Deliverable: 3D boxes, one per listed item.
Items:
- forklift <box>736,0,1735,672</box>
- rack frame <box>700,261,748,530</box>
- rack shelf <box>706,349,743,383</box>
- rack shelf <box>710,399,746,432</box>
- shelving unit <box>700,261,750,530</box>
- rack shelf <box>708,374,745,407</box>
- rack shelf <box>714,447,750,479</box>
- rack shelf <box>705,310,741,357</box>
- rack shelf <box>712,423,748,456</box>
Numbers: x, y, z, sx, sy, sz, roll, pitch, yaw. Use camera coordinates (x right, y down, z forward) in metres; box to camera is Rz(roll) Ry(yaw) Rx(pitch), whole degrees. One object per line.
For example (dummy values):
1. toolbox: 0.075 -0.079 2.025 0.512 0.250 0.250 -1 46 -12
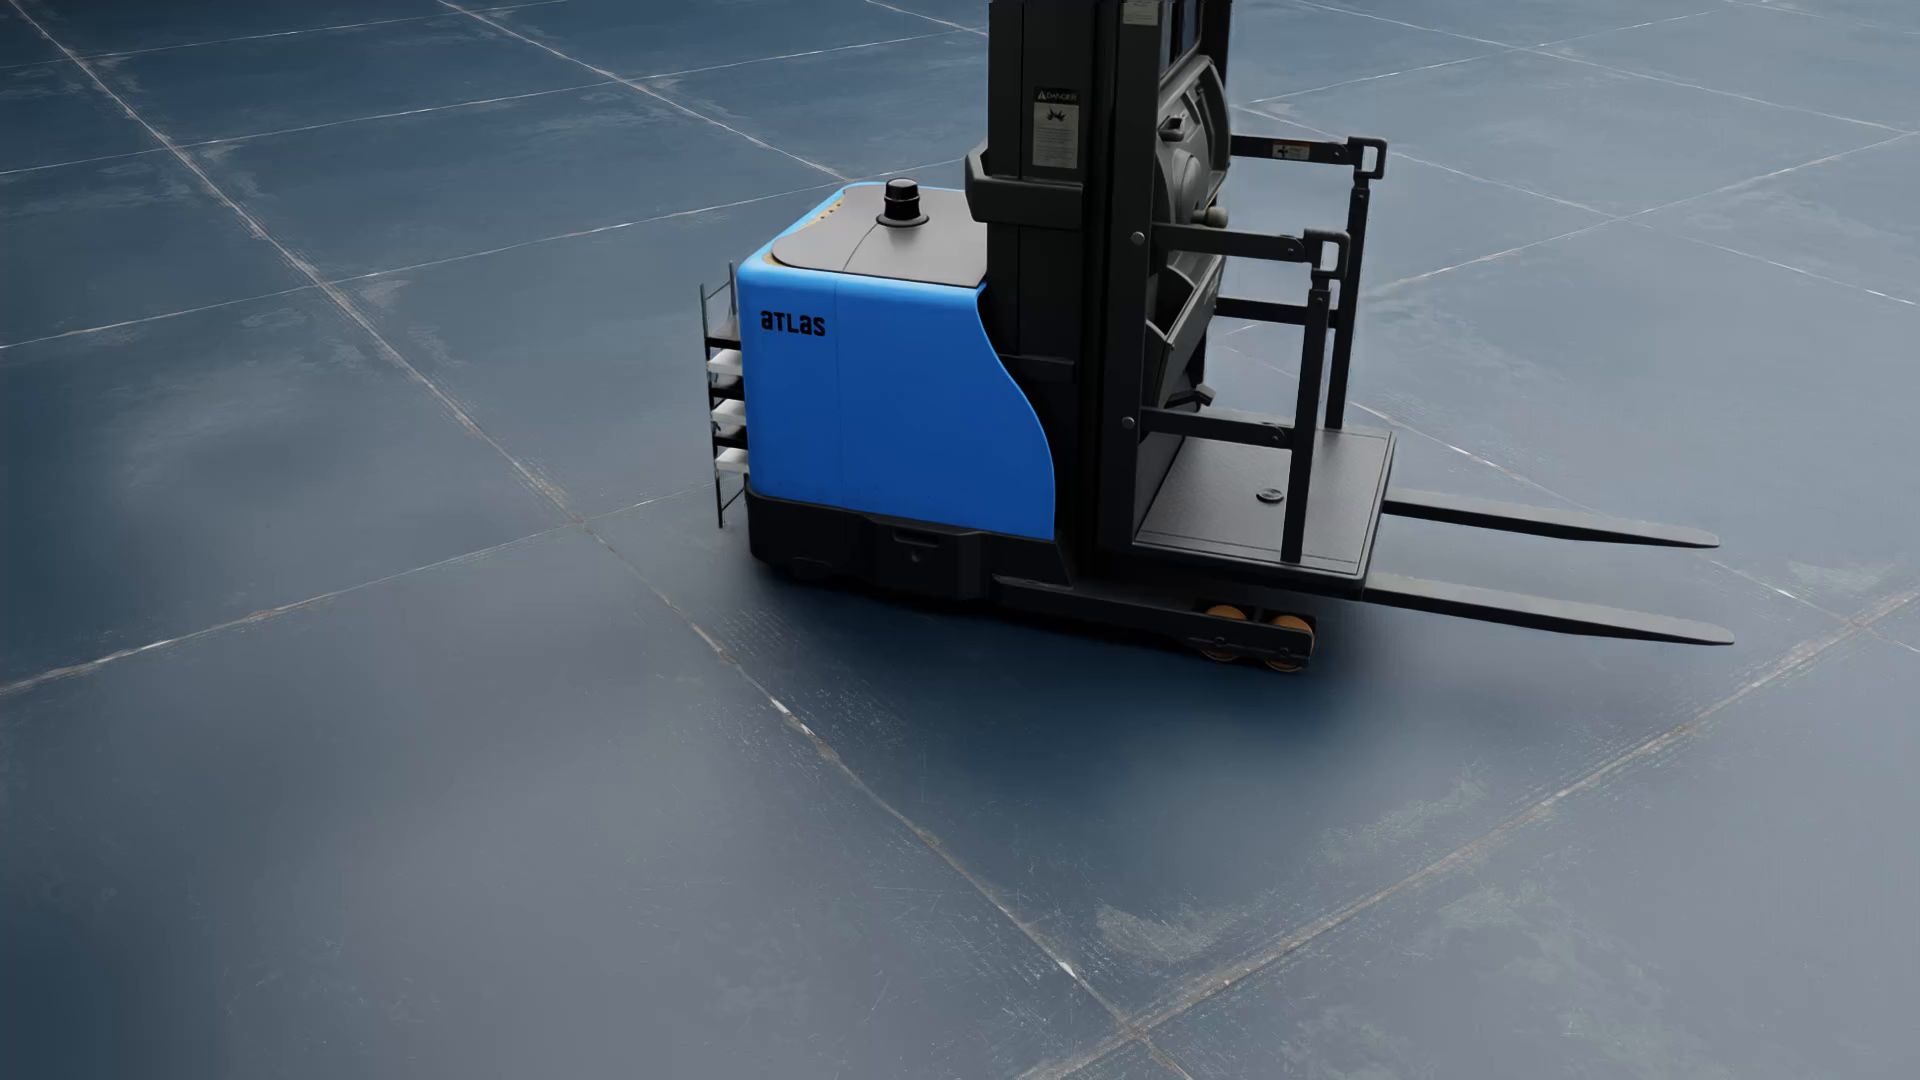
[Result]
1. forklift: 0.875 -1.175 4.843 3.031 2.935 1.130 9 30 16
2. rack frame: -0.803 -0.487 5.703 0.006 0.900 0.240 9 30 16
3. rack shelf: -0.706 -0.600 5.605 0.200 0.077 0.258 9 30 16
4. rack shelf: -0.706 -0.442 5.691 0.200 0.077 0.258 9 30 16
5. shelving unit: -0.706 -0.471 5.675 0.210 0.900 0.258 9 30 16
6. rack shelf: -0.706 -0.521 5.648 0.200 0.077 0.258 9 30 16
7. rack shelf: -0.706 -0.284 5.777 0.200 0.077 0.258 9 30 16
8. rack shelf: -0.706 -0.679 5.562 0.200 0.077 0.258 9 30 16
9. rack shelf: -0.706 -0.363 5.734 0.200 0.077 0.258 9 30 16
